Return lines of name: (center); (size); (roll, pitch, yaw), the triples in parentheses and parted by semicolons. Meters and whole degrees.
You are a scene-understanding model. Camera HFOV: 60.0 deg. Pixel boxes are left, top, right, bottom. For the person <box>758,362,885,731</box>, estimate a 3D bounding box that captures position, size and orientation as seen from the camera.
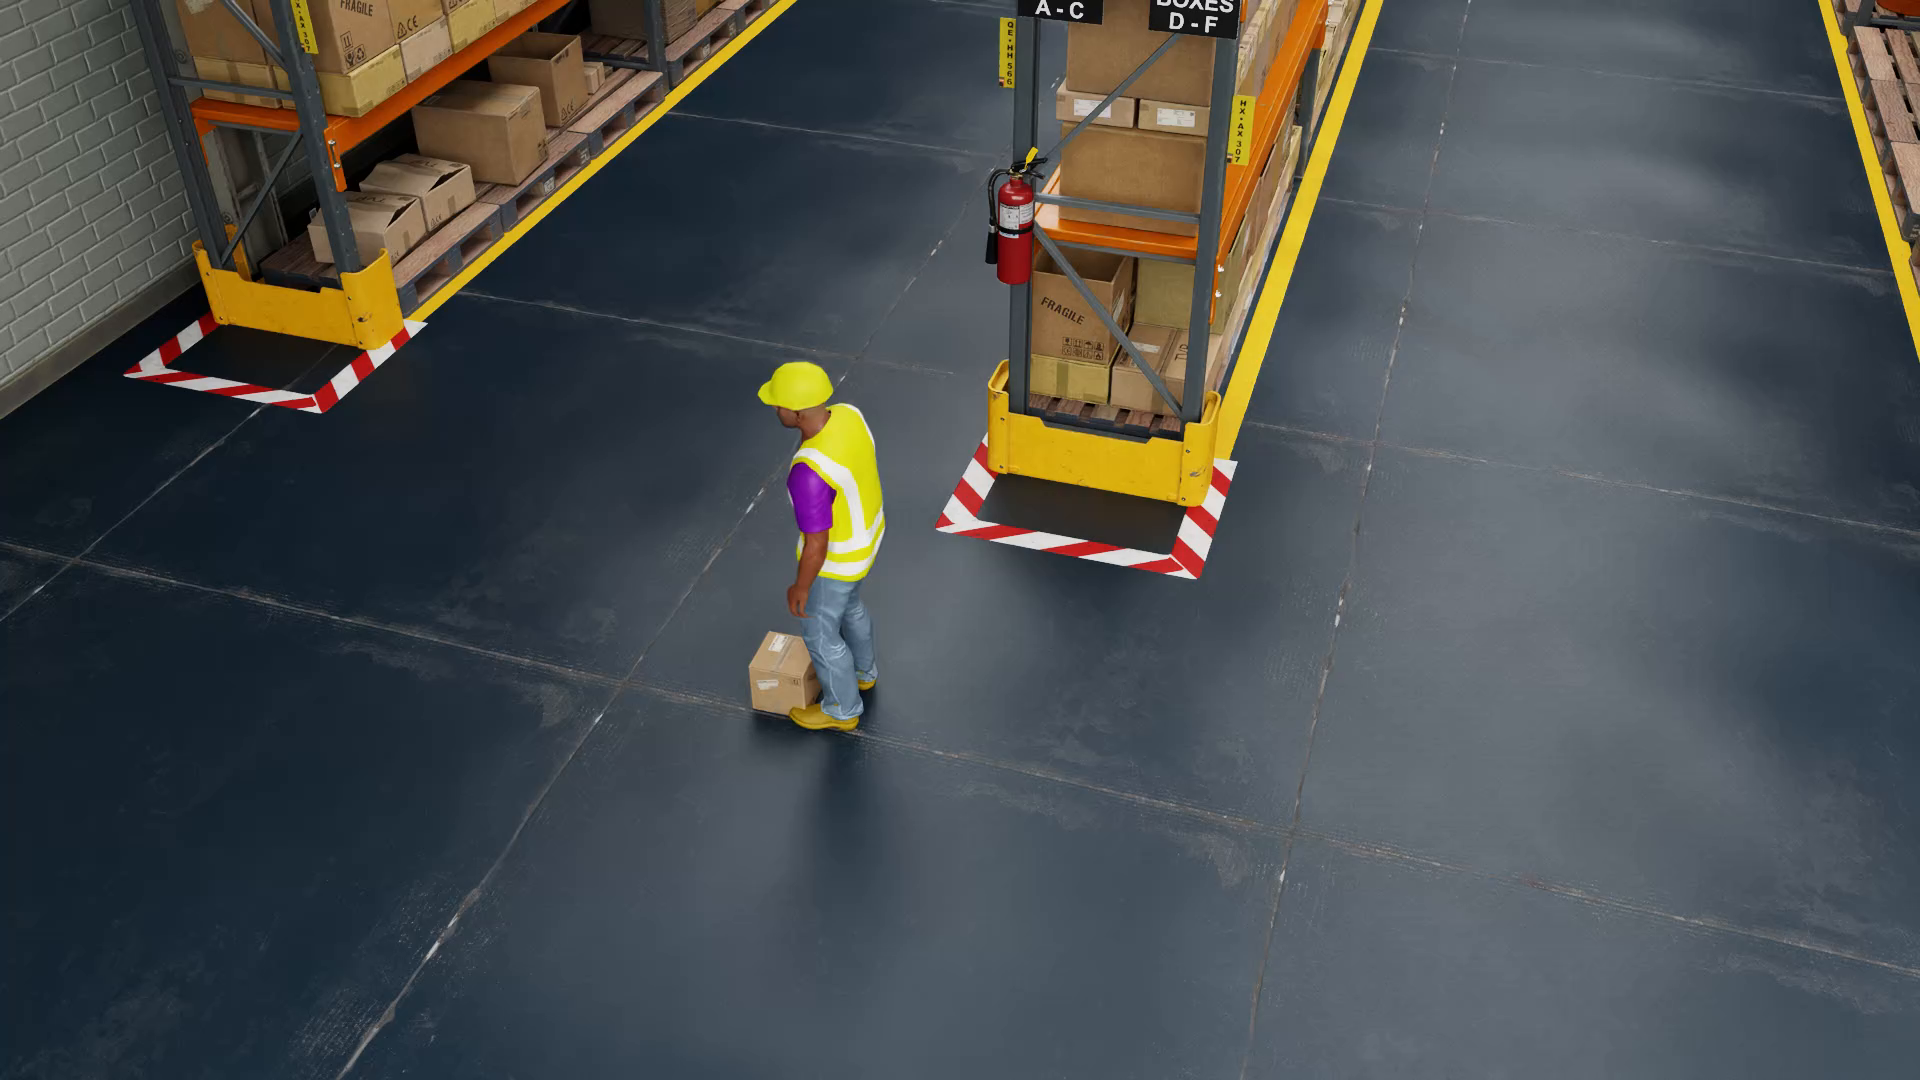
person: (-0.548, 0.032, 6.836); (0.455, 1.757, 0.637); (9, 38, 12)
